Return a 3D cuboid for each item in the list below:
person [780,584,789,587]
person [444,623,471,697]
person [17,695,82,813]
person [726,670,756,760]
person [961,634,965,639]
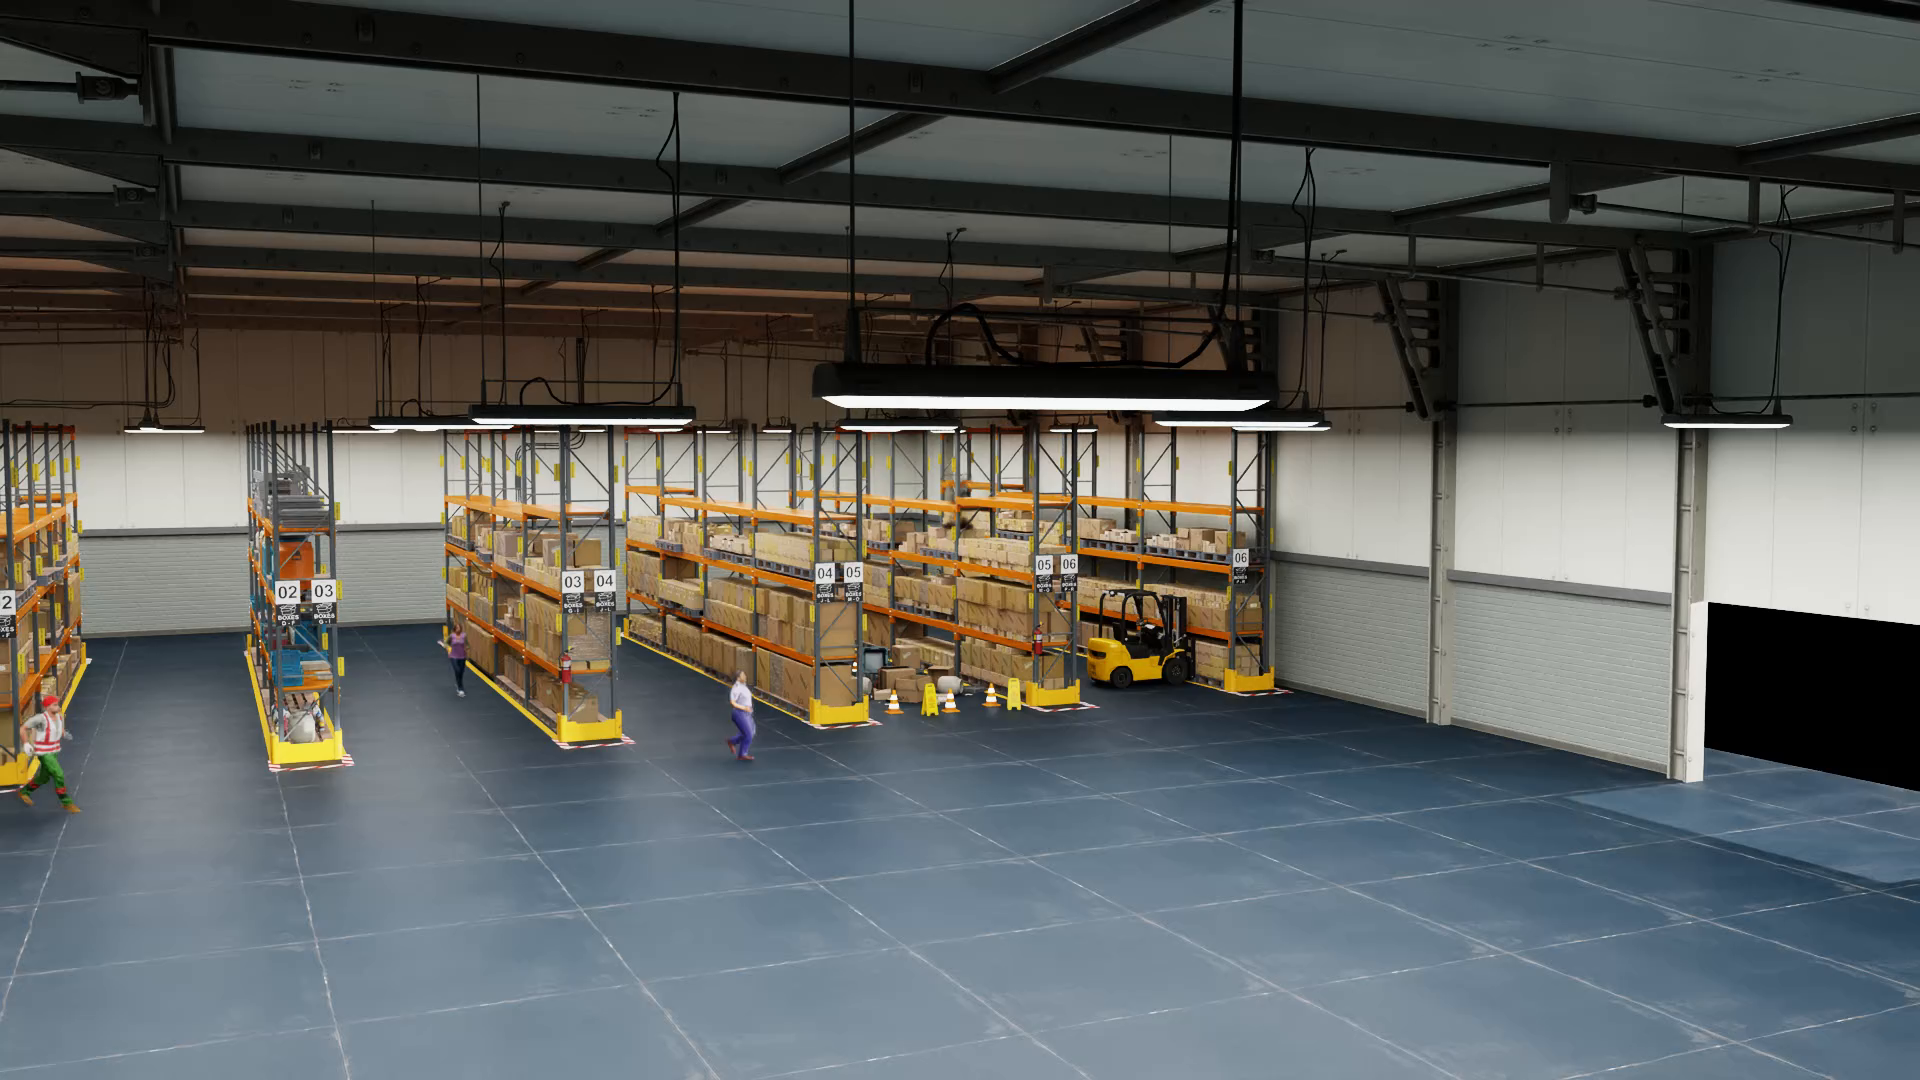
[{"bbox_3d":[-5.184,1.640,51.315,0.863,1.771,0.657,-3,4,-36],"label":"person"},{"bbox_3d":[-11.090,2.623,36.729,0.545,1.597,0.787,-2,4,-26],"label":"person"},{"bbox_3d":[-13.863,3.248,25.241,1.043,1.795,0.688,1,4,8],"label":"person"},{"bbox_3d":[-3.877,3.086,29.397,0.549,1.594,0.605,1,4,9],"label":"person"},{"bbox_3d":[-0.118,1.923,46.846,0.682,1.716,0.700,-3,4,-37],"label":"person"}]
